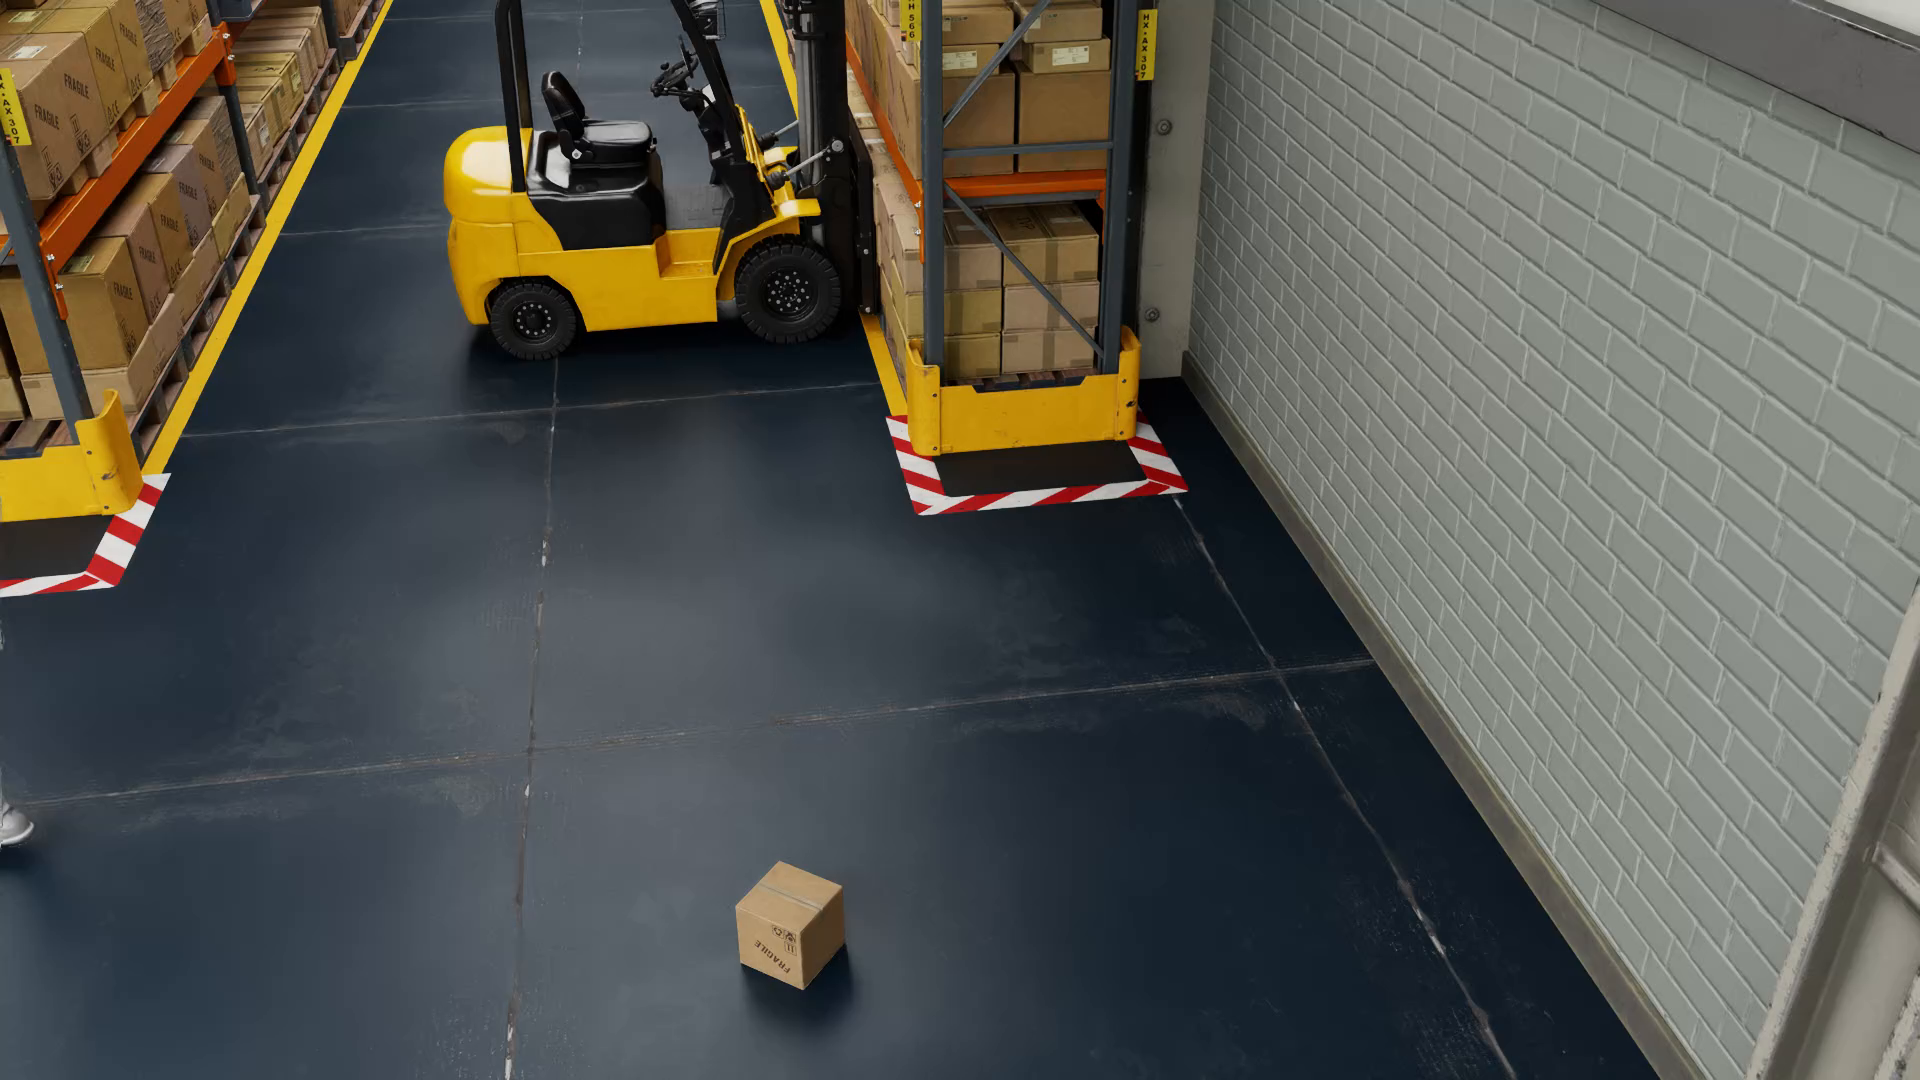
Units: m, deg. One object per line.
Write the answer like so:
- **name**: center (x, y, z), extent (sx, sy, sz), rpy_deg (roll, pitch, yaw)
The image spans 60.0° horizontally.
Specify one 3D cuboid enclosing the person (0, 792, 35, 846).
- **person**: center (-3.744, 0.350, 5.510), extent (0.970, 1.635, 0.512), rpy_deg (-1, 31, -1)
